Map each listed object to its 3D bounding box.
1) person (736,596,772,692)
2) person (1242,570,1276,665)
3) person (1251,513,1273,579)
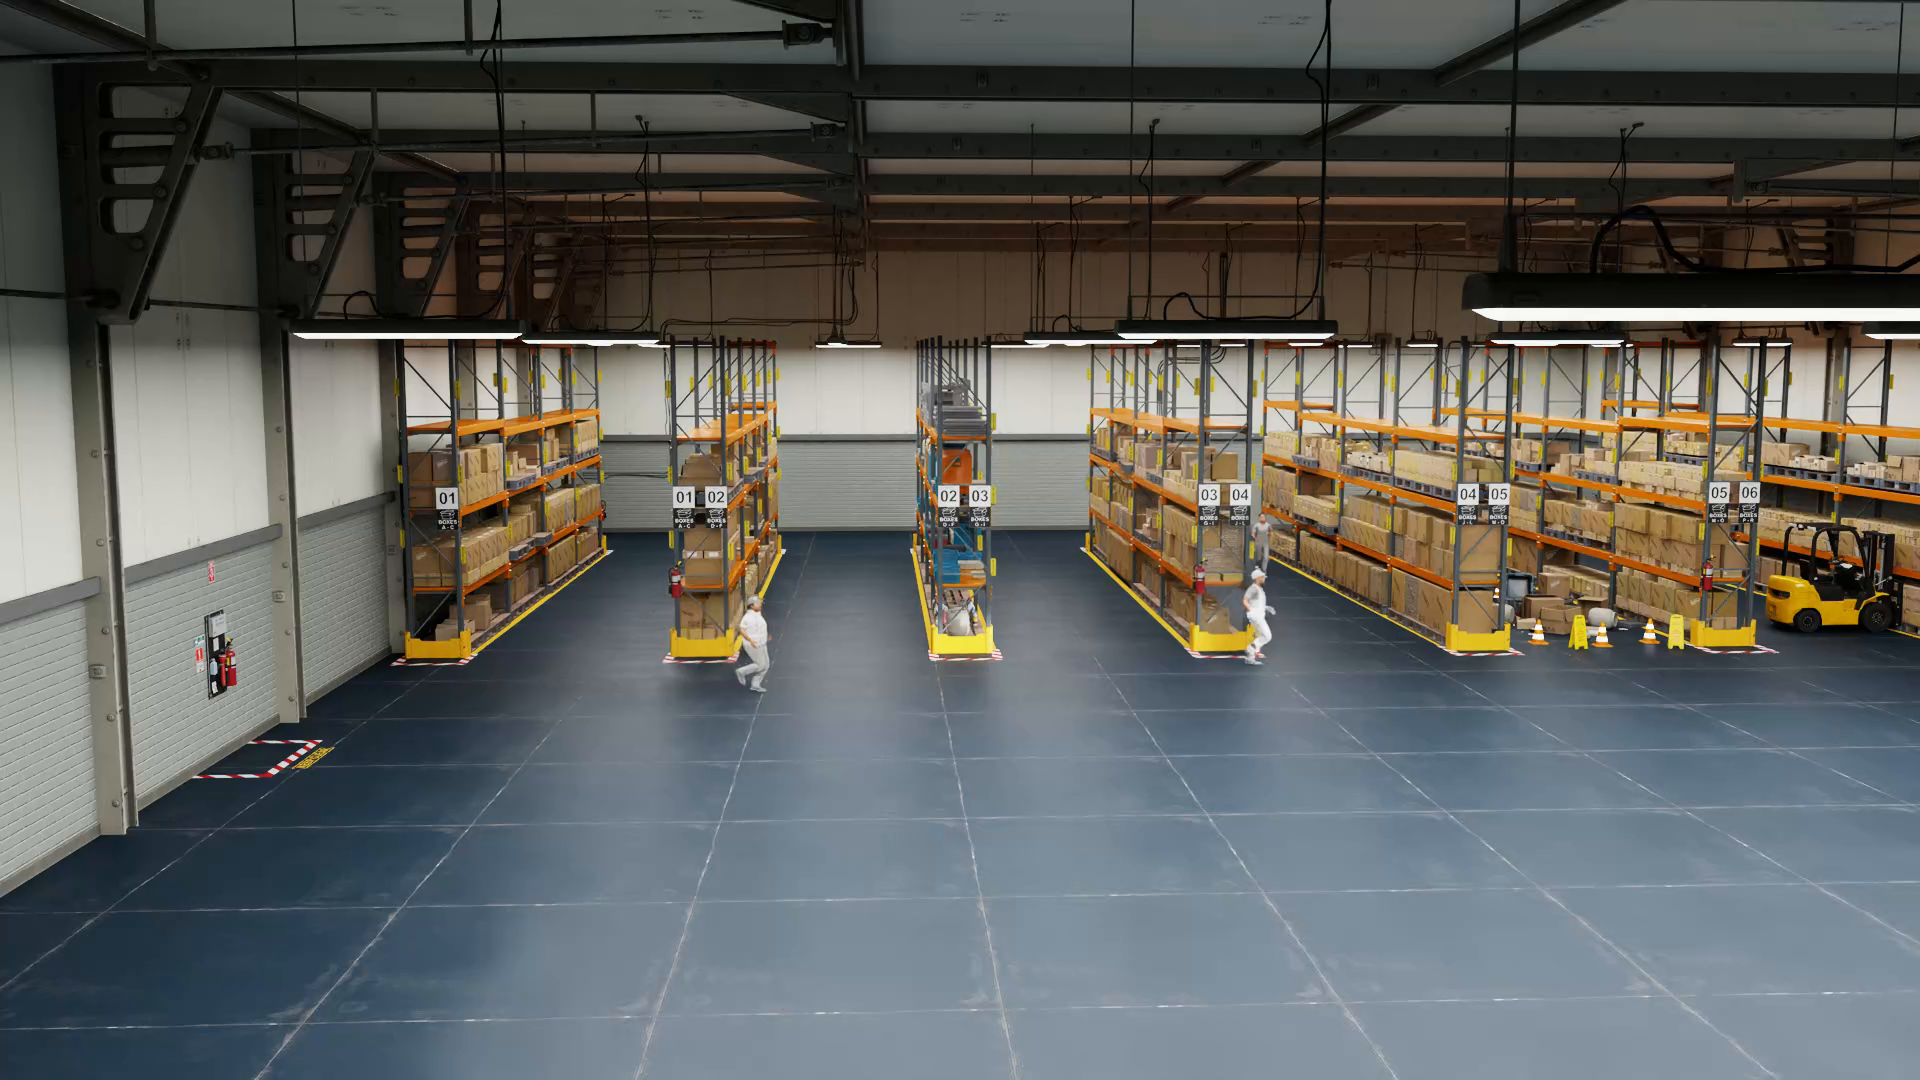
[{"bbox_3d":[-3.470,1.753,27.994,0.552,1.627,0.617,2,7,16],"label":"person"},{"bbox_3d":[5.470,1.420,30.354,0.527,1.746,0.675,3,7,22],"label":"person"},{"bbox_3d":[7.686,0.125,42.212,0.582,1.640,0.875,0,6,-2],"label":"person"}]
